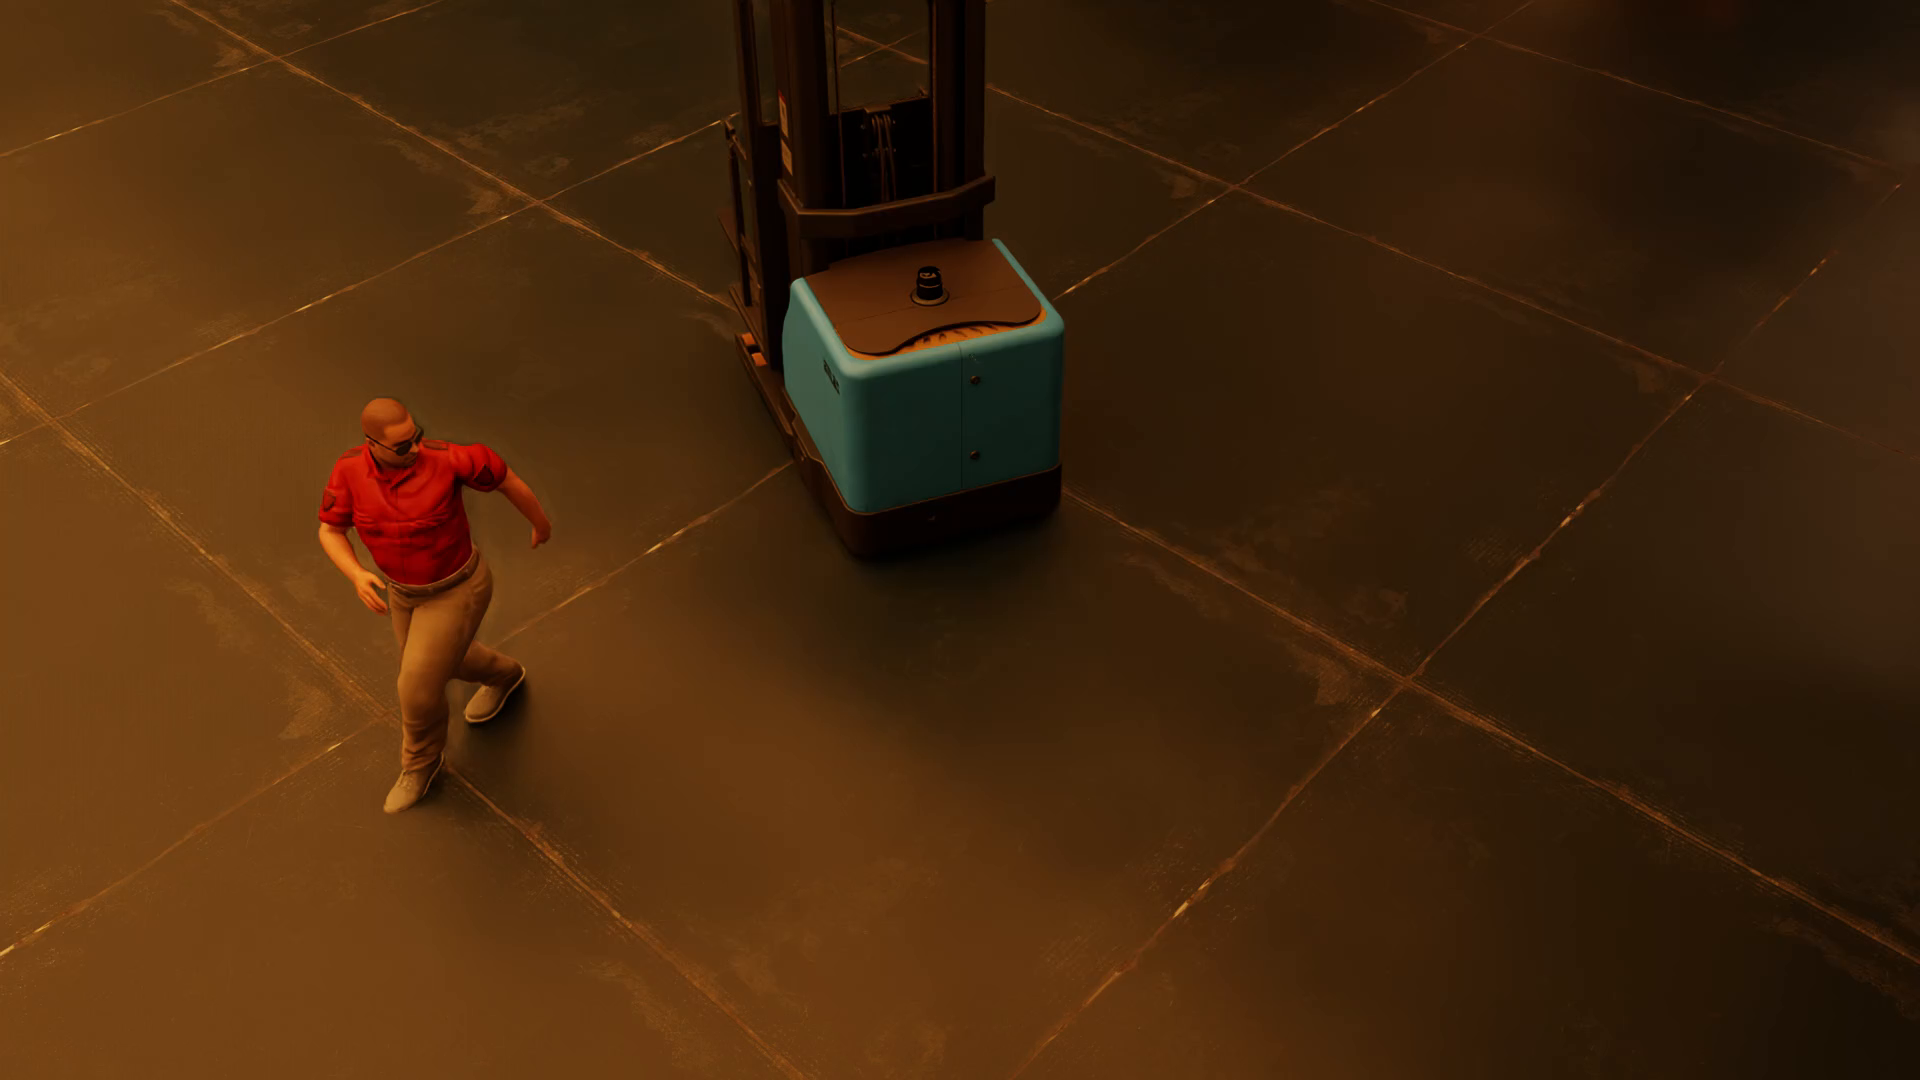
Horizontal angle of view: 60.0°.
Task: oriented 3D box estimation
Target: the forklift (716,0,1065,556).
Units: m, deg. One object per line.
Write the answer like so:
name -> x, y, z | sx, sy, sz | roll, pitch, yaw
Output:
forklift -> -0.535, -2.009, 7.770 | 1.130, 2.935, 3.031 | -14, 43, -16

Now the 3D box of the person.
person -> -2.007, 0.172, 6.242 | 0.564, 1.689, 0.957 | 20, 44, 22
